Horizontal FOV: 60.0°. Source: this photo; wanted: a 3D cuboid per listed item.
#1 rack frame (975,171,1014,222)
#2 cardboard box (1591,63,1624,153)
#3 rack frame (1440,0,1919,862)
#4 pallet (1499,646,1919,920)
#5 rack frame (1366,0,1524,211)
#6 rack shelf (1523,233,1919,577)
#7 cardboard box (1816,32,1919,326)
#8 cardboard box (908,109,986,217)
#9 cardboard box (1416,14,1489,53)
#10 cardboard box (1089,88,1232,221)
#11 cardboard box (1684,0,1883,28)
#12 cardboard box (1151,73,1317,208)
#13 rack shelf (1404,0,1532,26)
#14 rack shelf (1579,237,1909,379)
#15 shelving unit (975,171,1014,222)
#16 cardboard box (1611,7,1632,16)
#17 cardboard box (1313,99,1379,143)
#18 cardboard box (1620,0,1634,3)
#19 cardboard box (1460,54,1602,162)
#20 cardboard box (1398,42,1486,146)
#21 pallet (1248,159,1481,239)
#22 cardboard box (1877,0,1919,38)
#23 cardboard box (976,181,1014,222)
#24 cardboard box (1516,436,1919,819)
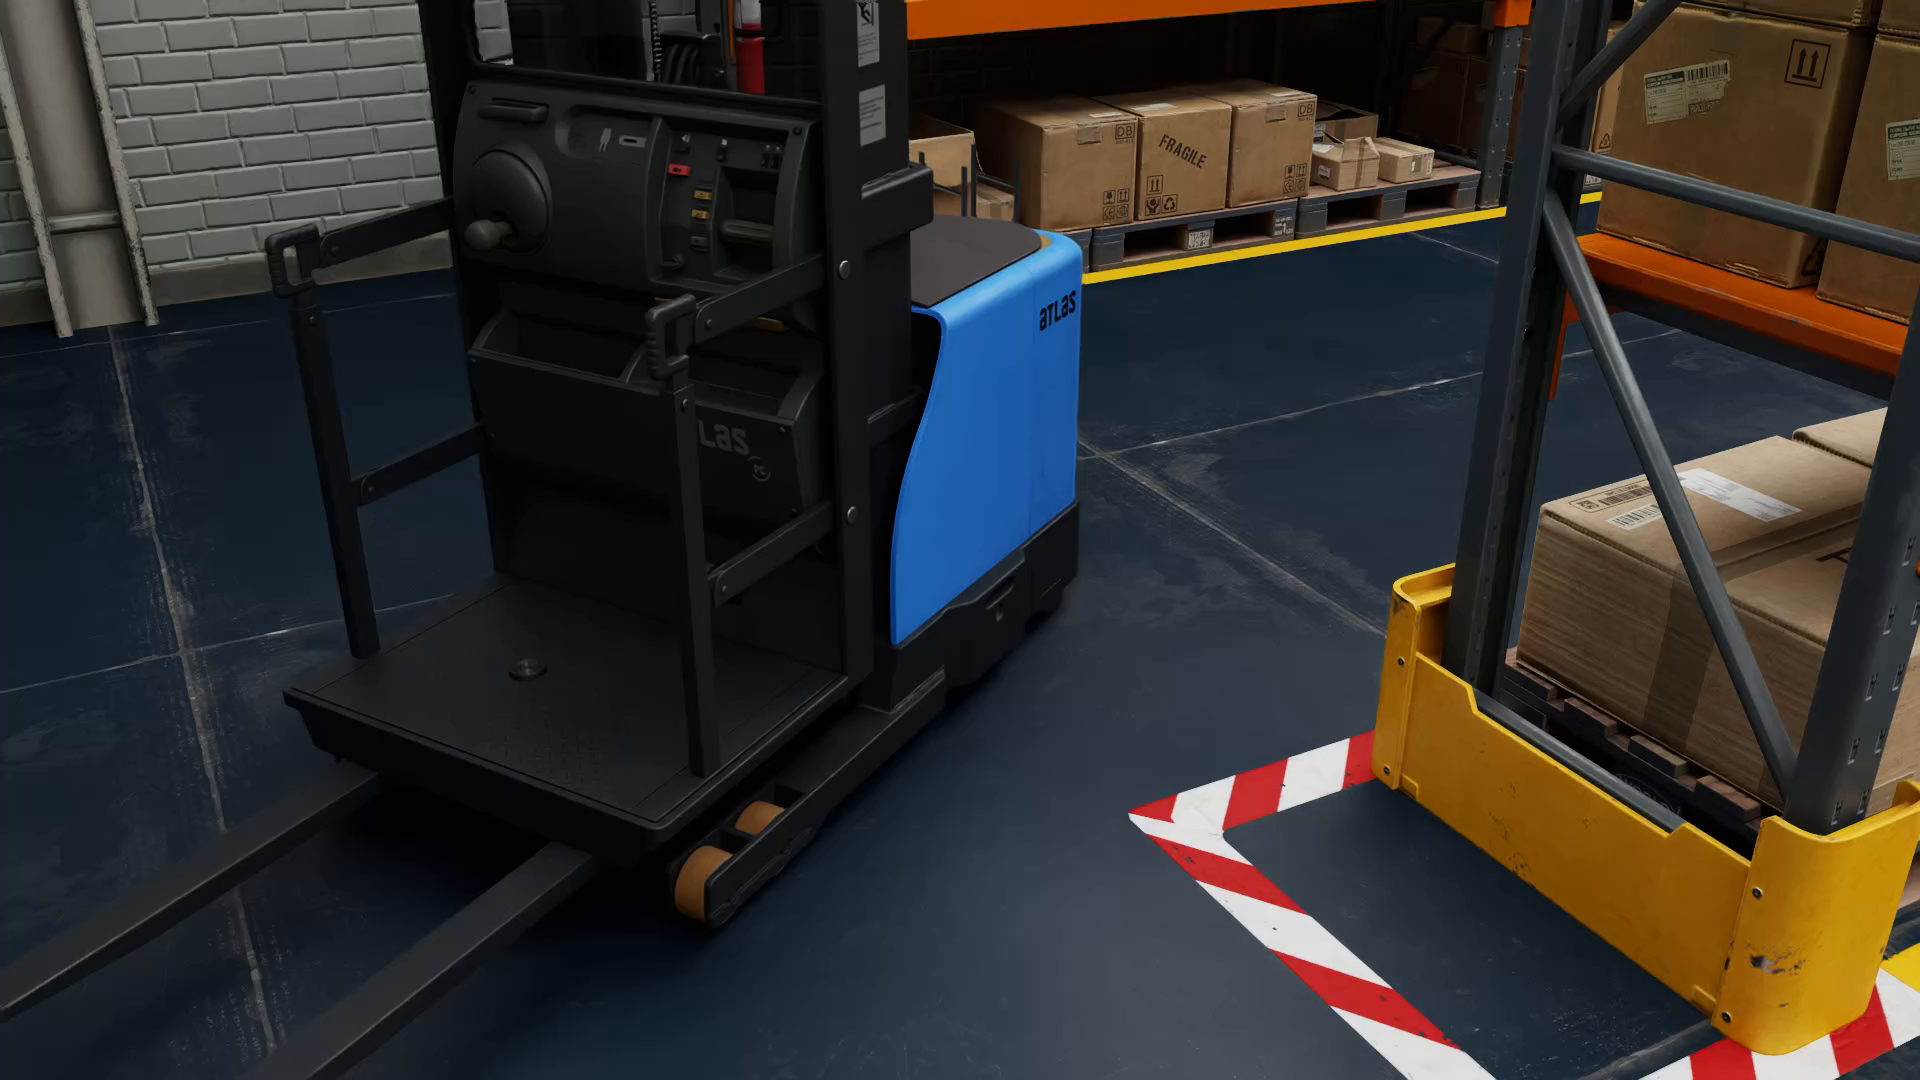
[{"bbox_3d":[0.102,-0.589,5.090,0.002,1.046,0.228,-16,30,-30],"label":"rack frame"},{"bbox_3d":[3.620,-2.513,9.421,0.500,0.500,0.500,-13,29,-26],"label":"cardboard box"},{"bbox_3d":[1.432,-0.616,3.067,0.127,3.000,1.000,-13,29,-25],"label":"rack frame"},{"bbox_3d":[2.100,0.449,4.072,1.213,0.211,1.003,-13,29,-25],"label":"pallet"},{"bbox_3d":[2.622,-3.325,8.711,0.127,3.000,1.000,-13,29,-25],"label":"rack frame"},{"bbox_3d":[3.196,-0.699,4.071,4.000,0.370,1.077,-13,29,-25],"label":"rack shelf"},{"bbox_3d":[1.990,-0.649,3.021,0.500,0.500,0.500,-13,29,-25],"label":"cardboard box"},{"bbox_3d":[-0.323,-1.663,7.647,0.637,0.503,0.797,-14,29,-27],"label":"cardboard box"},{"bbox_3d":[2.811,-2.865,9.406,0.250,0.149,0.380,-14,29,-27],"label":"cardboard box"},{"bbox_3d":[0.963,-1.890,8.124,0.500,0.500,0.500,-12,28,-24],"label":"cardboard box"},{"bbox_3d":[1.745,-1.301,3.223,0.500,0.500,0.500,-12,28,-23],"label":"cardboard box"},{"bbox_3d":[1.365,-2.032,8.420,0.500,0.500,0.700,-14,29,-27],"label":"cardboard box"},{"bbox_3d":[4.387,-3.408,9.715,4.000,0.370,1.077,-13,29,-25],"label":"rack shelf"},{"bbox_3d":[4.405,-1.986,1.057,3.910,4.714,5.869,-13,29,-25],"label":"rack shelf"},{"bbox_3d":[0.028,-0.567,5.044,0.183,1.046,0.258,-16,30,-30],"label":"shelving unit"},{"bbox_3d":[3.733,-3.072,9.835,0.250,0.149,0.380,-12,28,-24],"label":"cardboard box"},{"bbox_3d":[1.928,-2.258,9.109,0.500,0.311,0.500,-12,28,-23],"label":"cardboard box"},{"bbox_3d":[4.171,-3.185,10.072,0.265,0.149,0.390,-13,29,-25],"label":"cardboard box"},{"bbox_3d":[3.155,-2.400,9.187,0.500,0.500,0.500,-12,28,-23],"label":"cardboard box"},{"bbox_3d":[2.916,-2.601,9.604,0.500,0.500,0.500,-13,29,-25],"label":"cardboard box"},{"bbox_3d":[2.016,-1.929,9.024,1.213,0.211,1.003,-13,29,-25],"label":"pallet"},{"bbox_3d":[1.989,-1.101,2.806,0.500,0.500,0.500,-14,29,-26],"label":"cardboard box"},{"bbox_3d":[0.070,-1.575,7.873,0.250,0.149,0.380,-14,29,-27],"label":"cardboard box"},{"bbox_3d":[1.967,0.177,3.890,0.875,0.438,0.875,-14,29,-27],"label":"cardboard box"}]
